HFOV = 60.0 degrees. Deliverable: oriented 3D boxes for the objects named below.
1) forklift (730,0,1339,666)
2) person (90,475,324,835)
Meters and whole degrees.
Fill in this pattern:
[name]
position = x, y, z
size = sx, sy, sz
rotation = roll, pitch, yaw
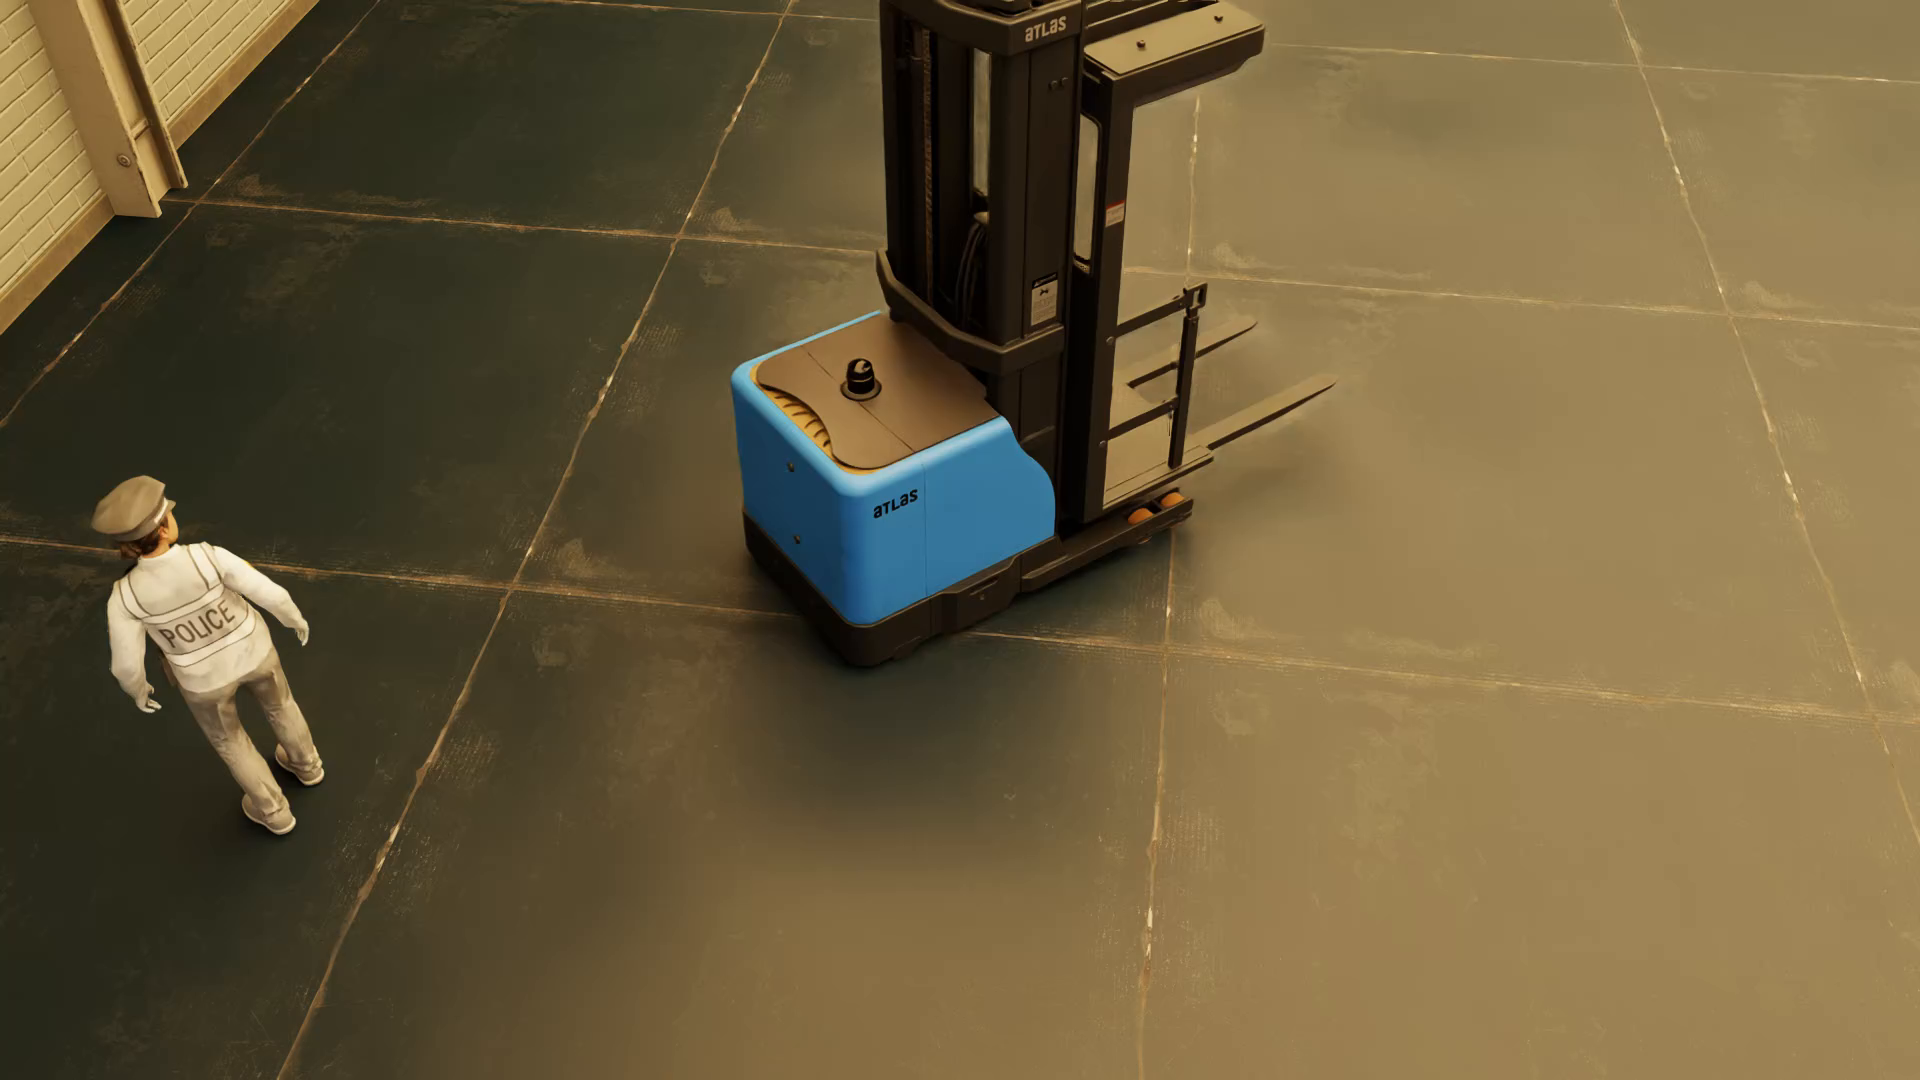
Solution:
[forklift]
position = 0.498, -1.332, 7.174
size = 3.031, 2.935, 1.130
rotation = -25, 48, -25
[person]
position = -2.779, 0.430, 6.198
size = 0.677, 1.660, 0.451
rotation = -29, 50, -28
